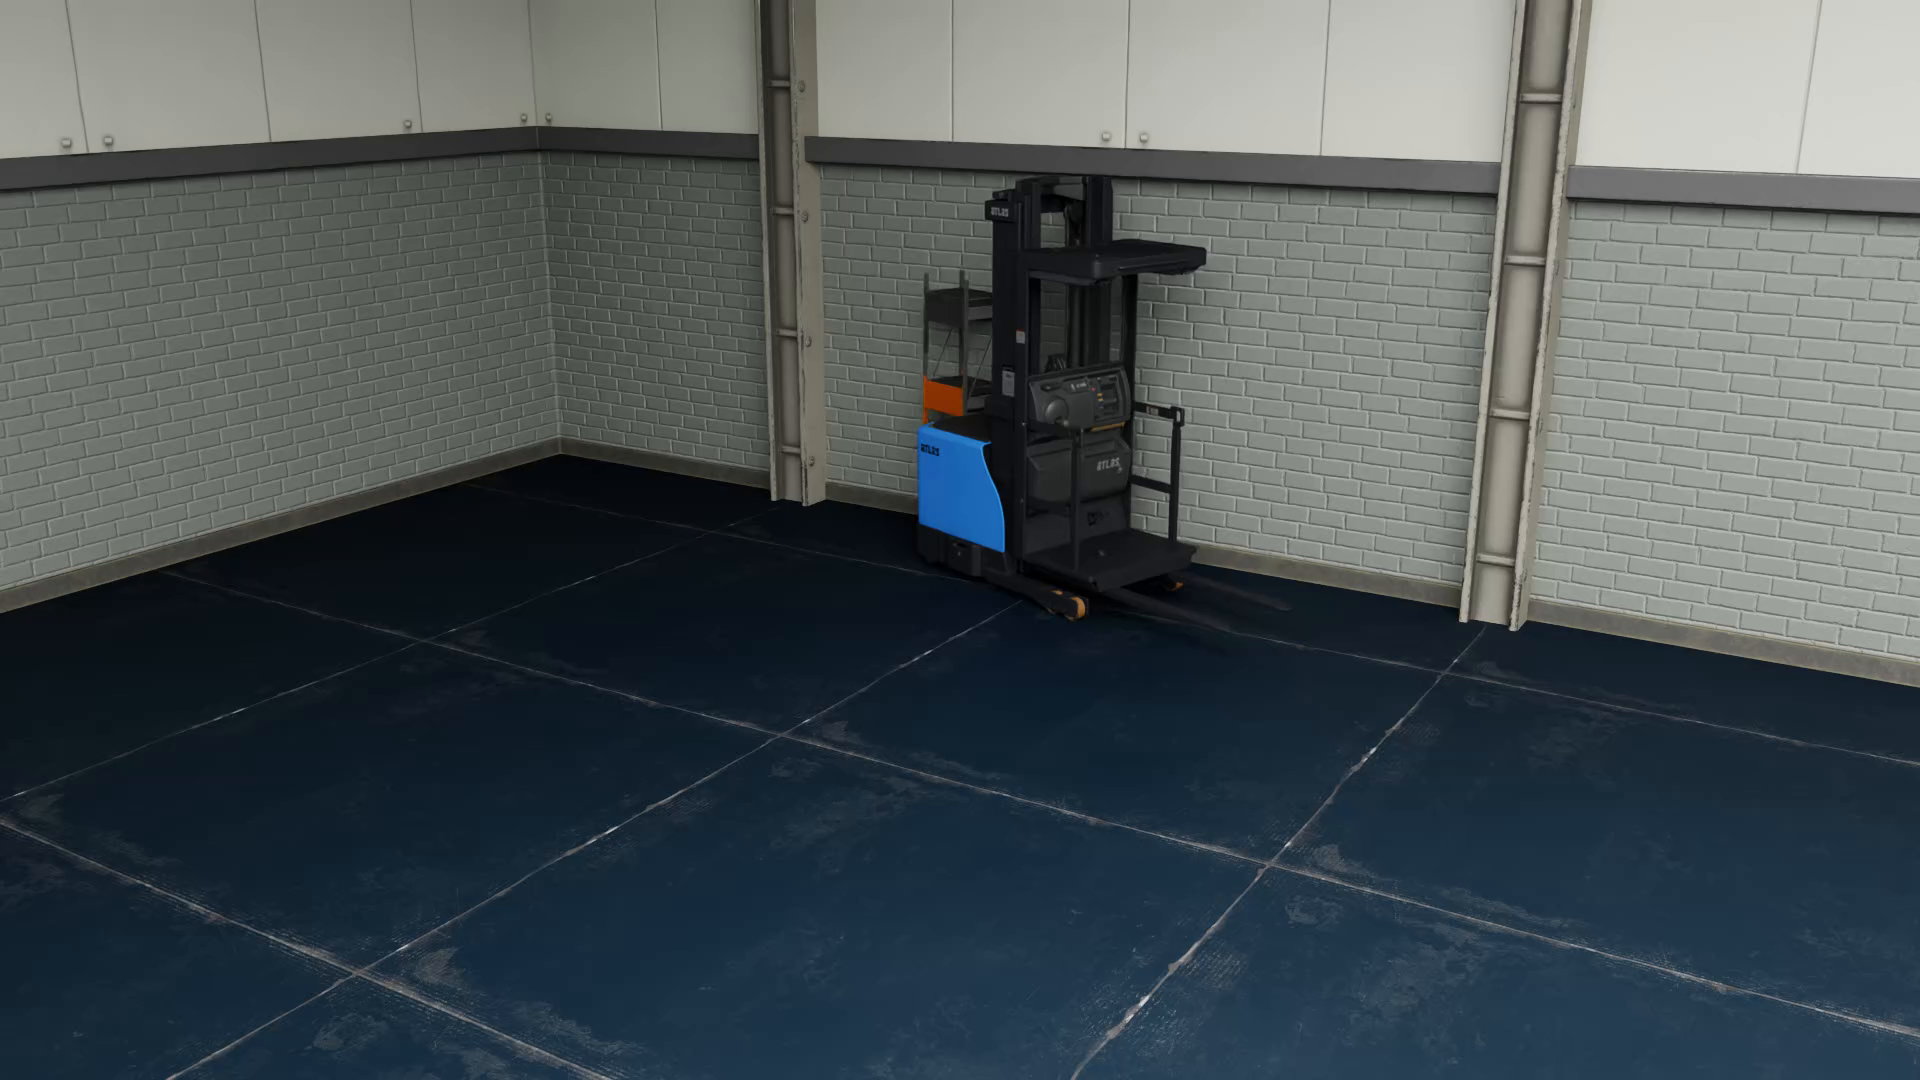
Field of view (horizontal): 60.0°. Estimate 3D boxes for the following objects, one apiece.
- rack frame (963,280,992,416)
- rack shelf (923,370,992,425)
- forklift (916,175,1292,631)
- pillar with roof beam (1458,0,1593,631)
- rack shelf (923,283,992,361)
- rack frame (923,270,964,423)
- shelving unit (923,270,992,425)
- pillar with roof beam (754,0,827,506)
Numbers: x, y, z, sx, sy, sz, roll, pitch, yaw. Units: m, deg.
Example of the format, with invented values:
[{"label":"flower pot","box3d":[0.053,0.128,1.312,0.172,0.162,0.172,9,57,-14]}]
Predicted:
[{"label":"rack frame","box3d":[0.177,-0.997,13.039,0.400,2.100,0.015,-13,21,-38]},{"label":"rack shelf","box3d":[0.020,-1.039,13.221,0.431,0.518,0.480,-13,21,-38]},{"label":"forklift","box3d":[0.995,-1.008,11.657,1.130,2.935,3.031,-14,22,-38]},{"label":"pillar with roof beam","box3d":[1.452,-2.685,6.738,0.400,9.000,9.100,10,20,30]},{"label":"rack shelf","box3d":[0.029,-1.710,13.025,0.431,0.518,0.480,-13,21,-38]},{"label":"rack frame","box3d":[-0.137,-1.106,13.396,0.400,2.100,0.015,-13,21,-38]},{"label":"shelving unit","box3d":[0.020,-1.052,13.217,0.431,2.100,0.503,-13,21,-38]},{"label":"pillar with roof beam","box3d":[-3.661,-3.598,9.743,0.400,9.000,9.100,10,20,30]}]
